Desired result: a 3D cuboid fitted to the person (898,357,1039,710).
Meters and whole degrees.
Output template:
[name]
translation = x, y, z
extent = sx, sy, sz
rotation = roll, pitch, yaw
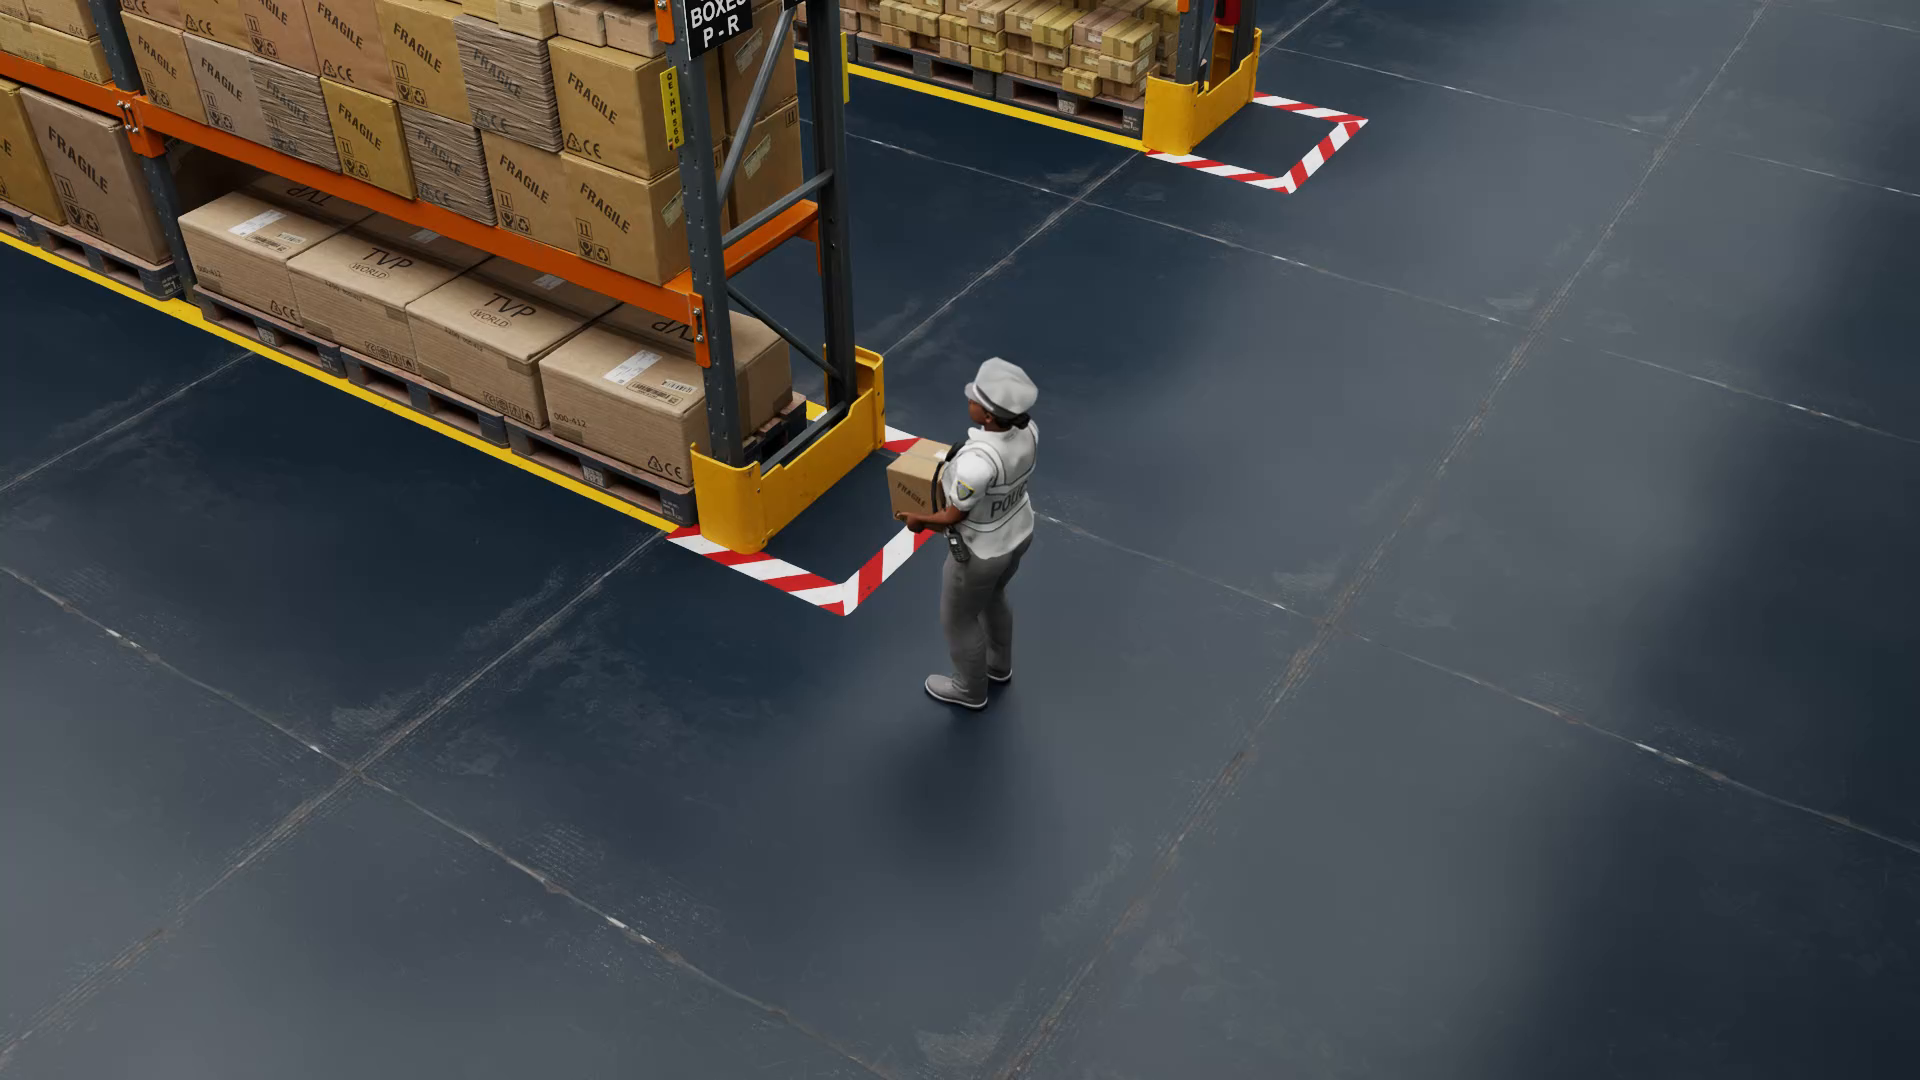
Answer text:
[person]
translation = 0.047, -0.031, 6.698
extent = 0.538, 1.687, 0.450
rotation = 22, 44, 26
